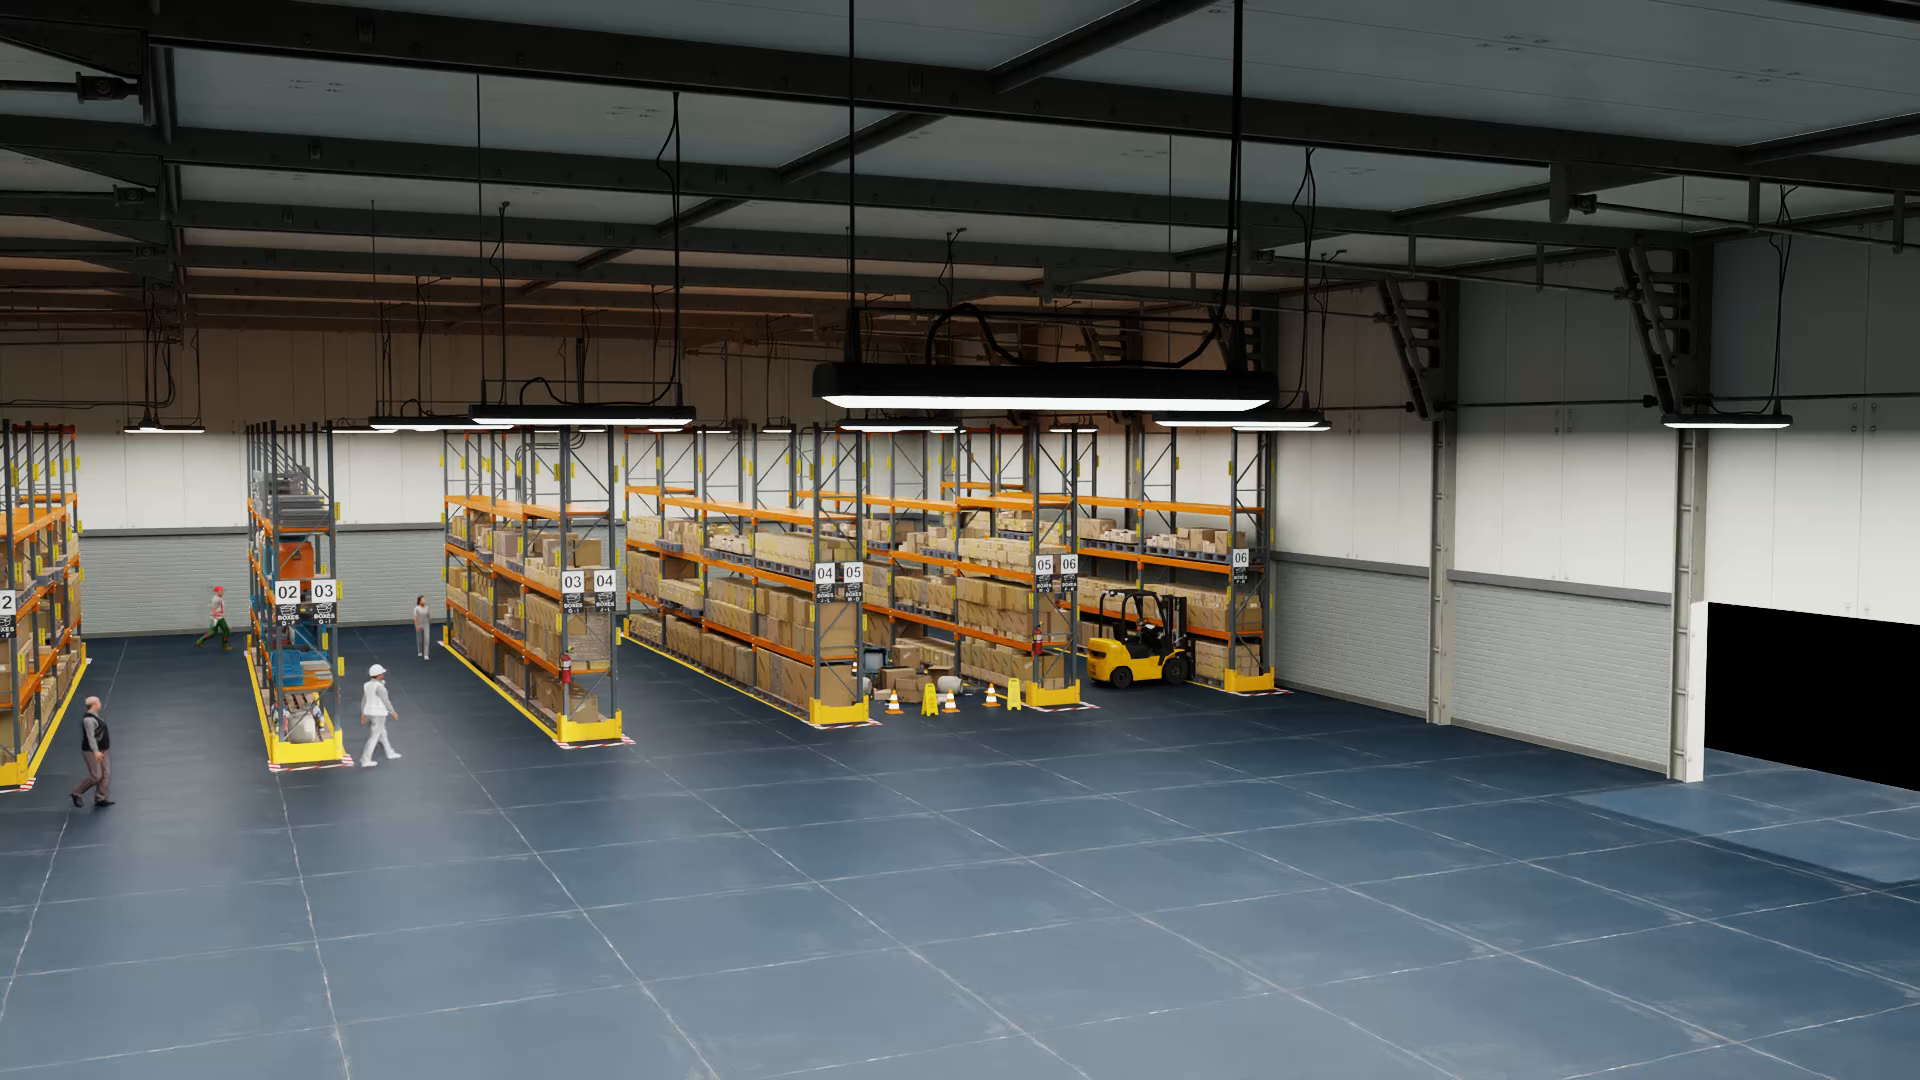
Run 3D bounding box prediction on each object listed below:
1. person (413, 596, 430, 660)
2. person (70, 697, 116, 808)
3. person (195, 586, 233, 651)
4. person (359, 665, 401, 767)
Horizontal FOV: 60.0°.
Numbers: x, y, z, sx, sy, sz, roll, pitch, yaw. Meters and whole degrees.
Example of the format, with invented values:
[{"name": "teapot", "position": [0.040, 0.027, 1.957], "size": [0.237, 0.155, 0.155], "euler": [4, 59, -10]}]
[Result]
[{"name": "person", "position": [-13.809, 2.239, 42.651], "size": [0.406, 1.625, 0.974], "euler": [-1, 4, -20]}, {"name": "person", "position": [-13.398, 3.269, 25.701], "size": [0.627, 1.711, 0.567], "euler": [0, 4, -2]}, {"name": "person", "position": [-19.799, 2.085, 44.121], "size": [0.917, 1.736, 0.578], "euler": [-3, 5, -44]}, {"name": "person", "position": [-10.069, 3.020, 28.946], "size": [0.571, 1.732, 0.957], "euler": [3, 4, 37]}]
